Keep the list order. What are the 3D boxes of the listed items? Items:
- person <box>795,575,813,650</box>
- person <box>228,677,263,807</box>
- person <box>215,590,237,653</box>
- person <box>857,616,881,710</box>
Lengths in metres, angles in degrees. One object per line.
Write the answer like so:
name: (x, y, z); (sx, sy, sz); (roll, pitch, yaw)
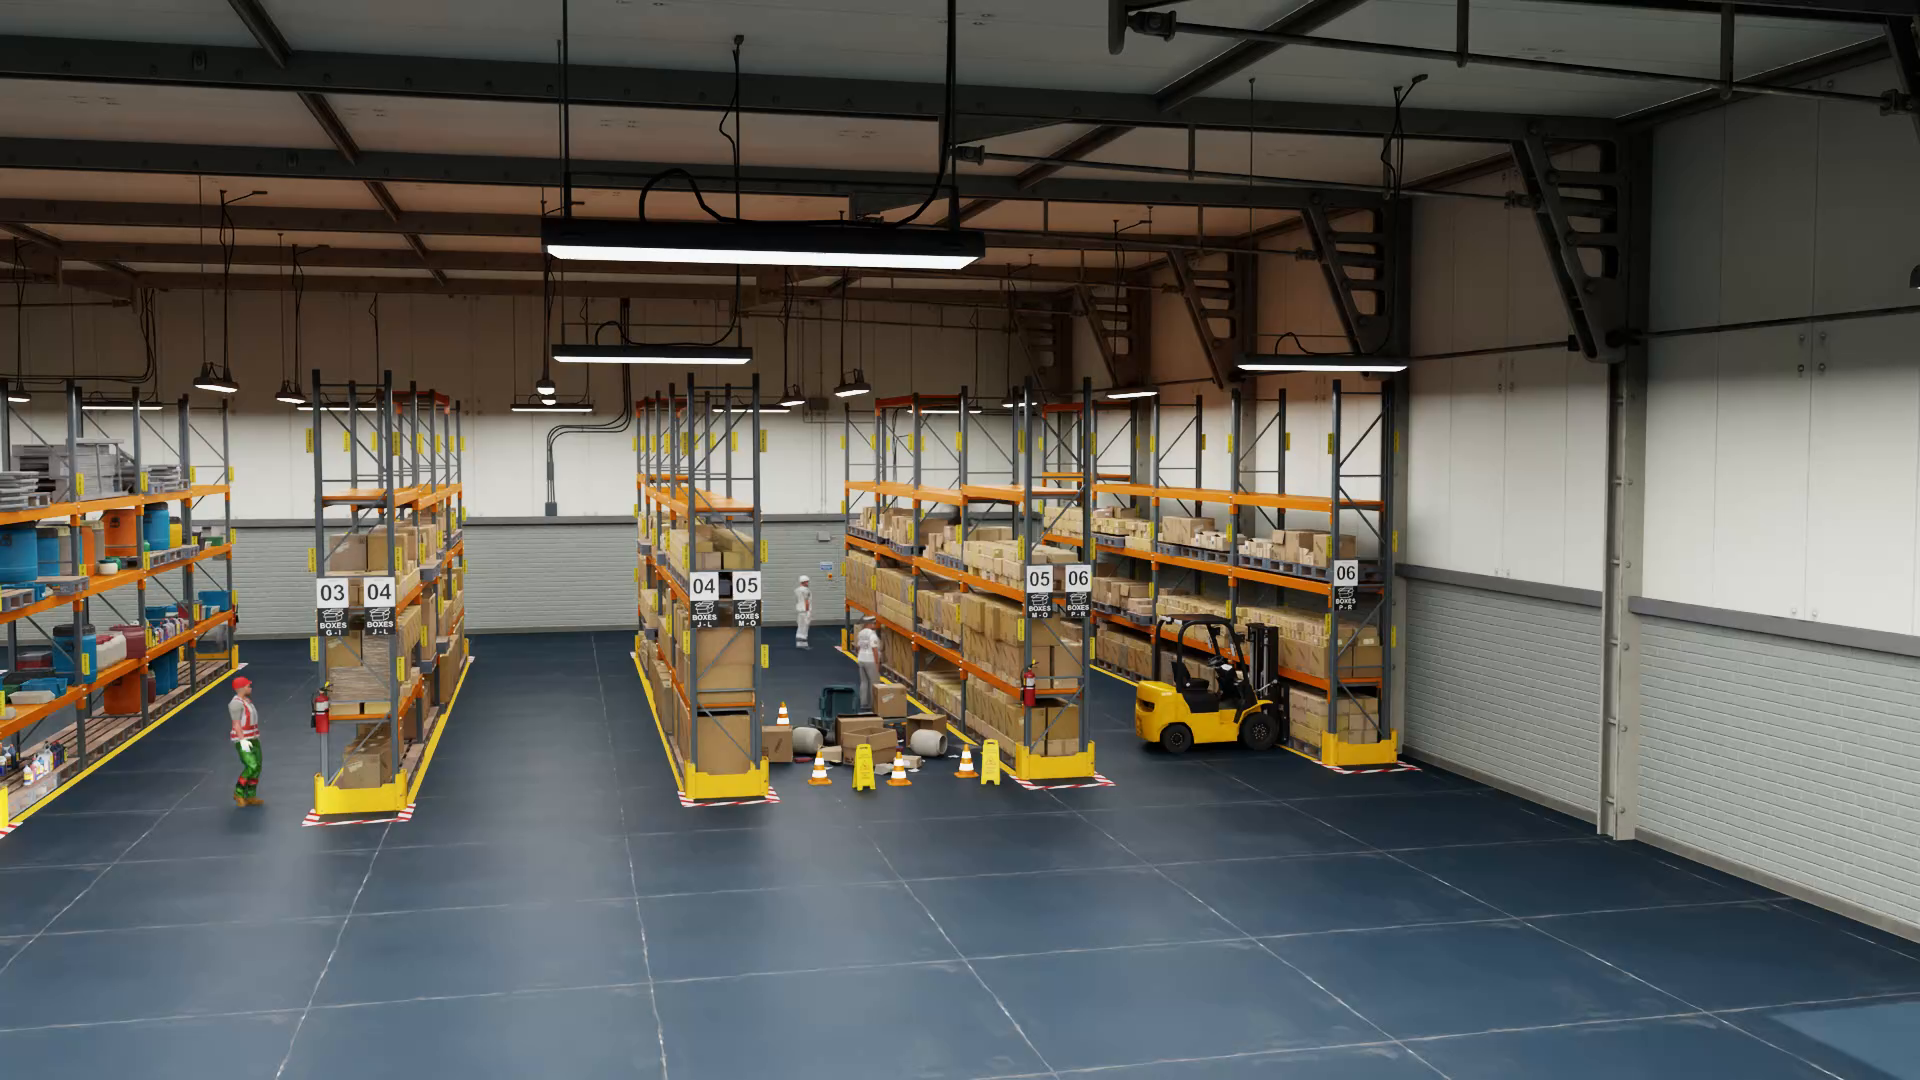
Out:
person: (-3.833, 1.766, 40.584); (0.356, 1.805, 0.616); (-3, 4, -39)
person: (-9.915, 2.794, 23.153); (0.468, 1.795, 0.567); (1, 3, 10)
person: (-16.855, 1.984, 38.089); (0.533, 1.703, 0.396); (-1, 3, -18)
person: (-1.680, 2.307, 31.279); (0.445, 1.762, 0.594); (-3, 4, -40)
